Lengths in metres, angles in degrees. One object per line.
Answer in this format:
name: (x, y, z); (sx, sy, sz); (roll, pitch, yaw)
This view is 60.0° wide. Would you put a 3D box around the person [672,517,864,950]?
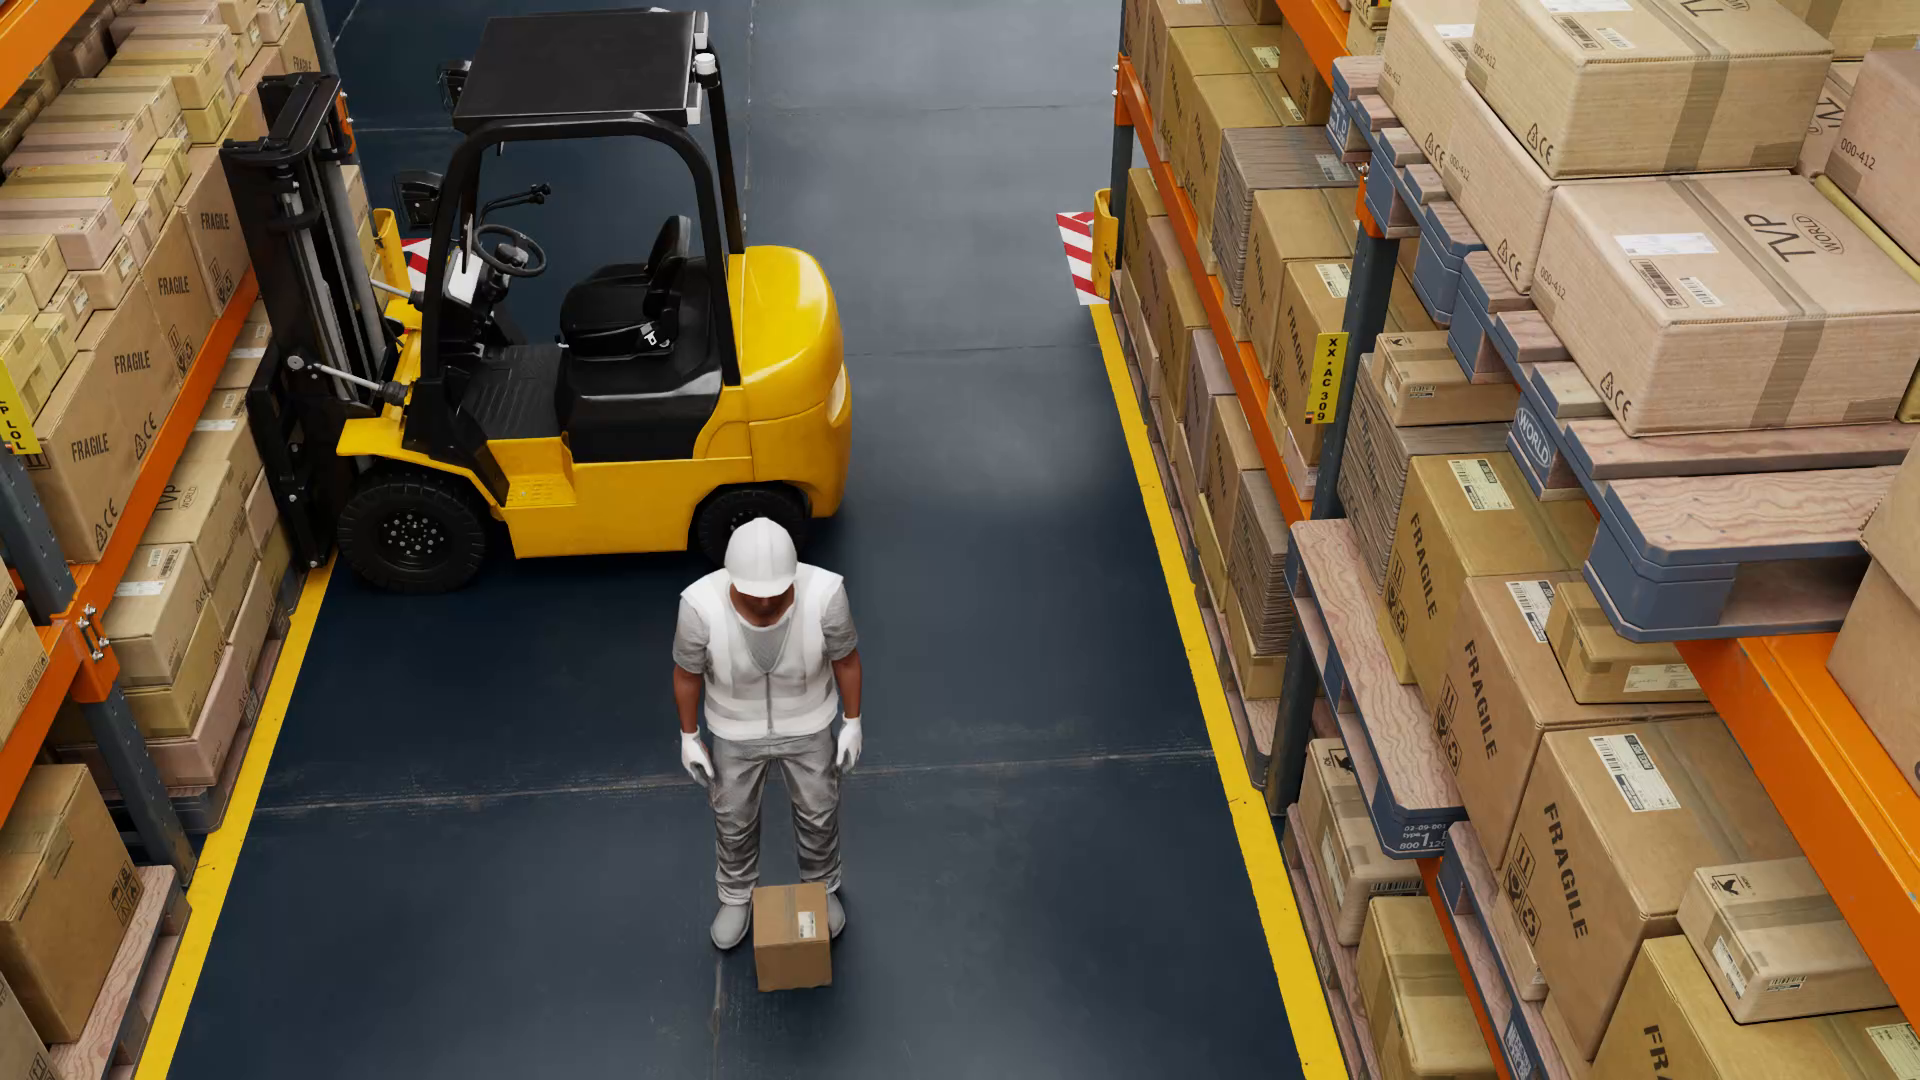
person: (-0.605, 0.615, 5.379); (0.598, 1.774, 0.442); (-4, 39, -5)
